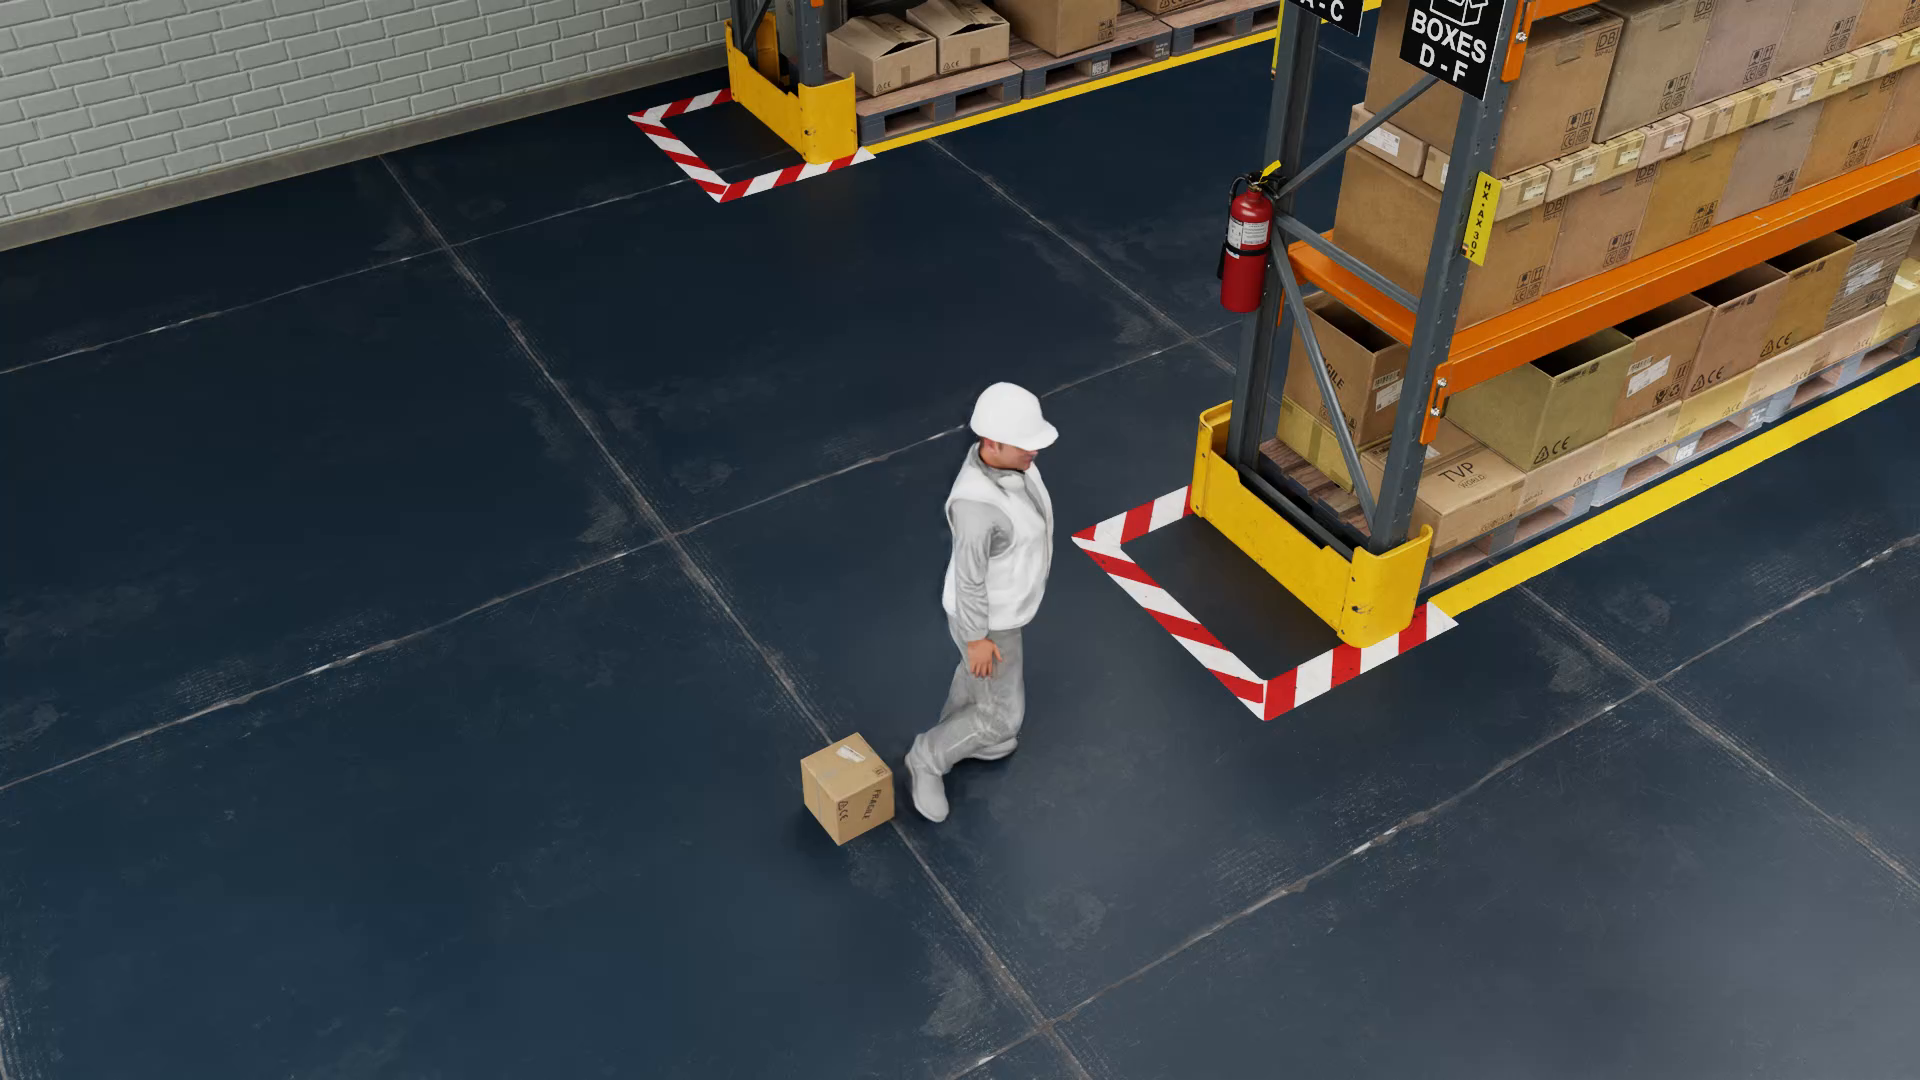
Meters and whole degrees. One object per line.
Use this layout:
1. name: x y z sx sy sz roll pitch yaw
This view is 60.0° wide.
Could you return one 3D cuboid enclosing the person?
1. person: 0.064 0.220 5.856 0.496 1.760 0.663 9 41 10
